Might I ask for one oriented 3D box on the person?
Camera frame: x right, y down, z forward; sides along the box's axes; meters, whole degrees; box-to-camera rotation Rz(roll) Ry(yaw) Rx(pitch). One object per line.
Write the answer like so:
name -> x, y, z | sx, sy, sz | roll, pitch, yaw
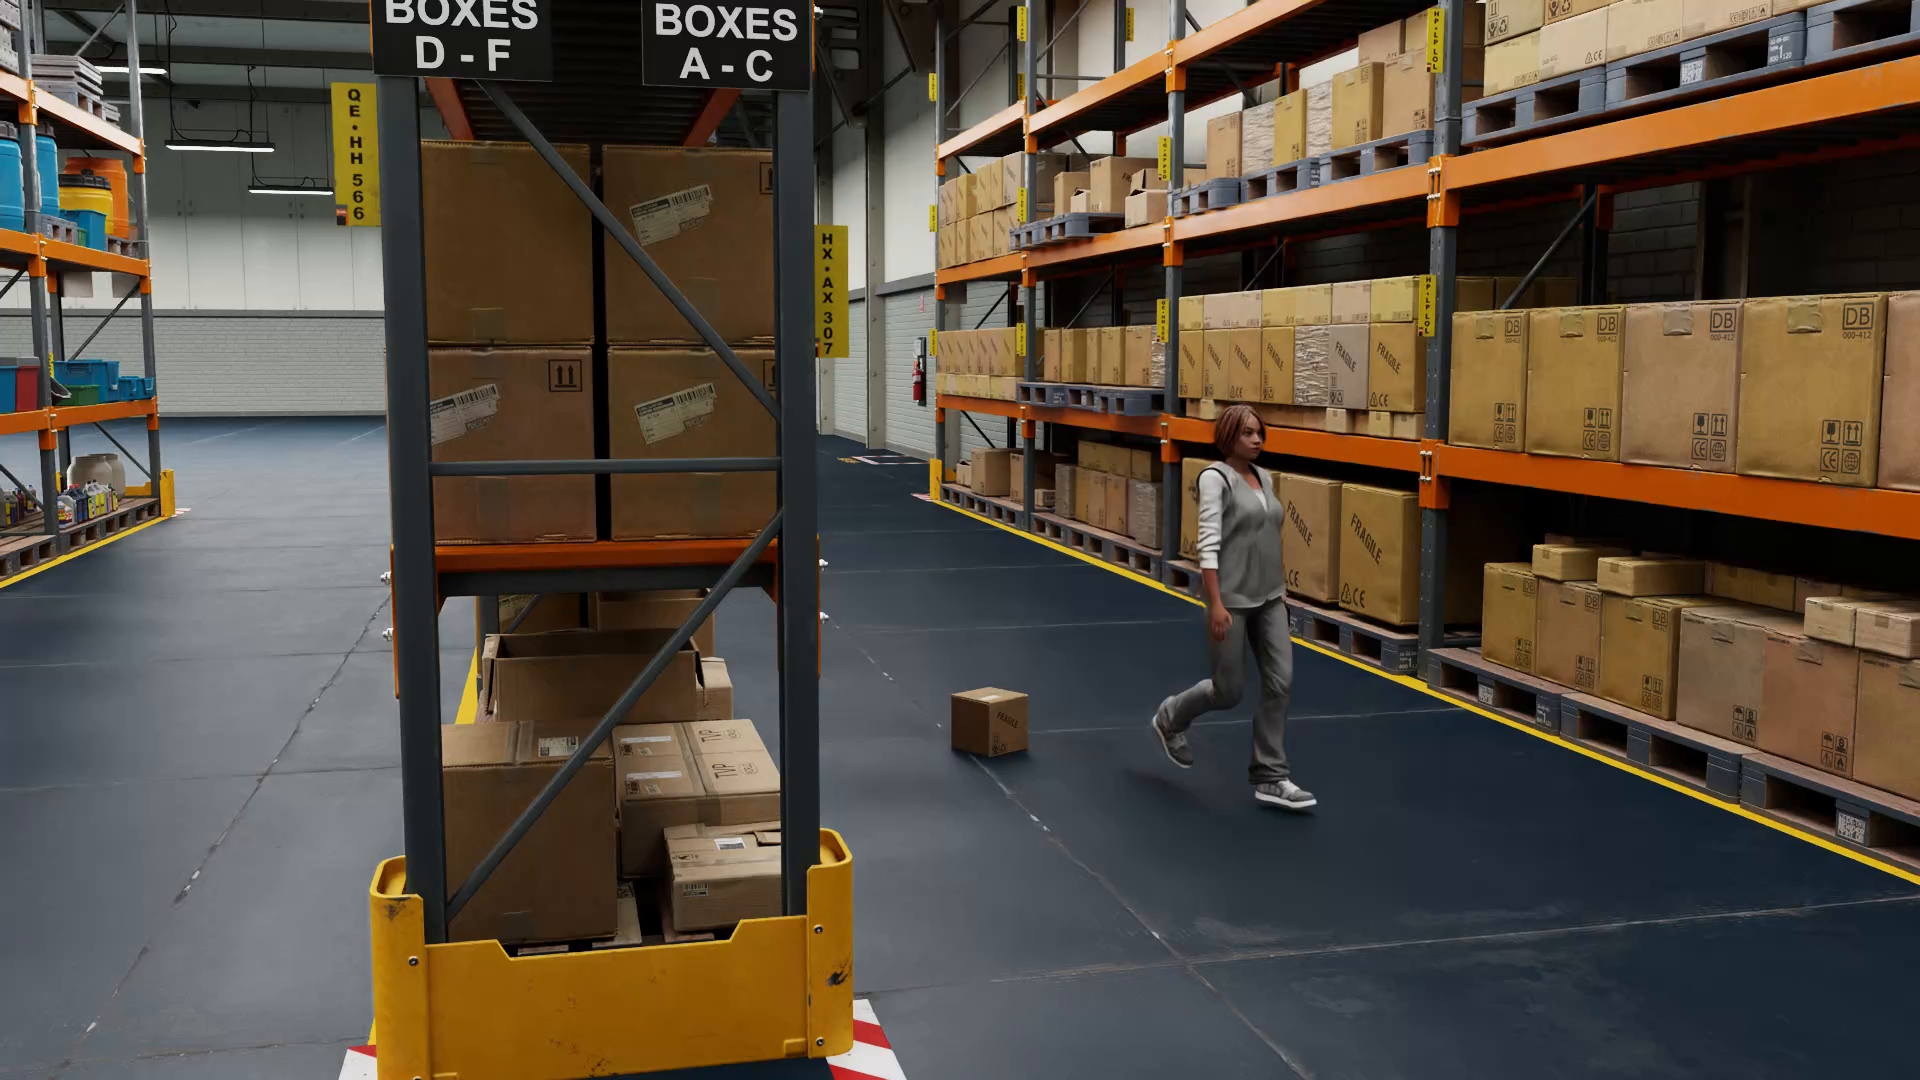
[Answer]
person -> 1.072, 0.243, 6.600 | 0.423, 1.568, 0.768 | -5, 8, -37
